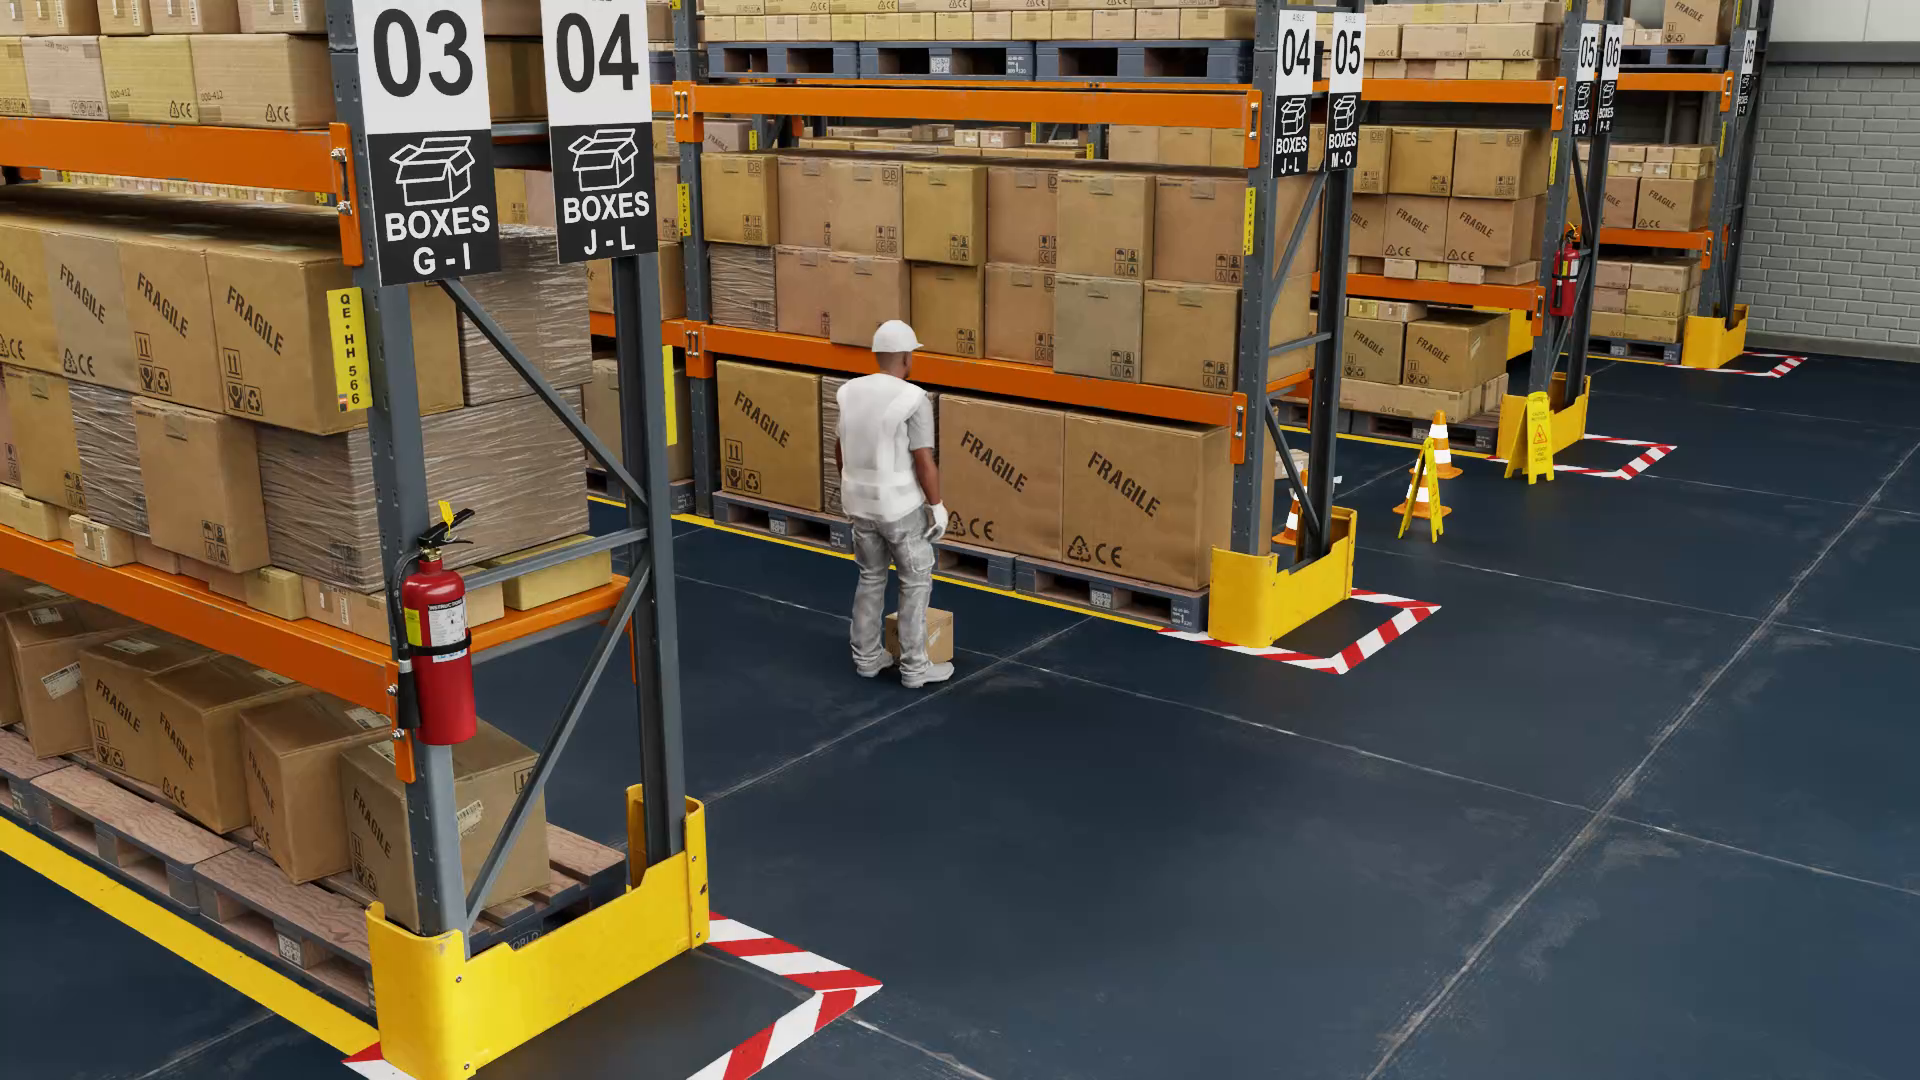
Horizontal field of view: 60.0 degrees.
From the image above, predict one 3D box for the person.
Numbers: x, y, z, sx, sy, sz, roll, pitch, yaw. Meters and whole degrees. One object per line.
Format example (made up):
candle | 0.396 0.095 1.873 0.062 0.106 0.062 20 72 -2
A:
person | -0.331 -0.174 8.110 0.617 1.774 0.448 12 20 35
